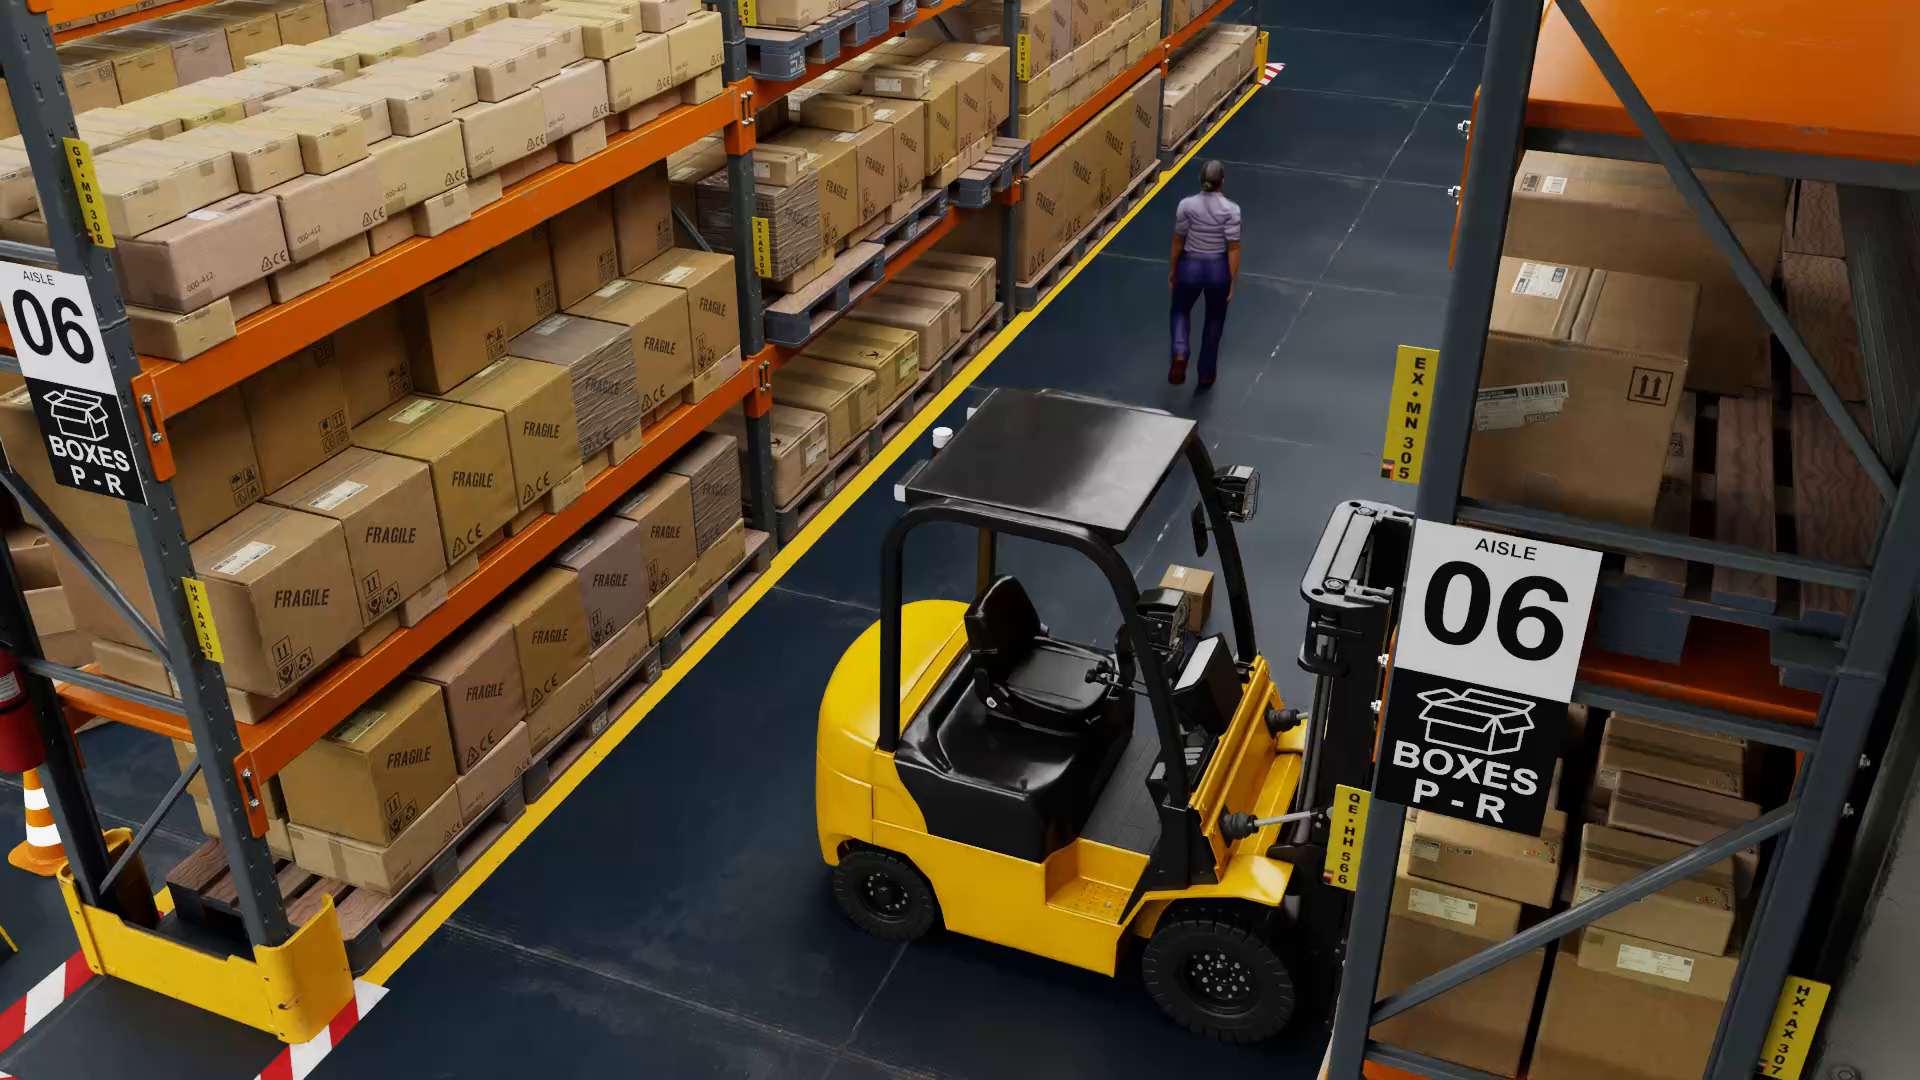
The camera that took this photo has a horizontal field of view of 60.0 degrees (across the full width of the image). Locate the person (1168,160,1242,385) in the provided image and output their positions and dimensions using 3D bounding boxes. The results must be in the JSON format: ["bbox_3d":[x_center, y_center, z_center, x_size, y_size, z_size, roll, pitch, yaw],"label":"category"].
[{"bbox_3d":[1.689,-1.828,11.558,0.491,1.621,0.559,6,30,10],"label":"person"}]
